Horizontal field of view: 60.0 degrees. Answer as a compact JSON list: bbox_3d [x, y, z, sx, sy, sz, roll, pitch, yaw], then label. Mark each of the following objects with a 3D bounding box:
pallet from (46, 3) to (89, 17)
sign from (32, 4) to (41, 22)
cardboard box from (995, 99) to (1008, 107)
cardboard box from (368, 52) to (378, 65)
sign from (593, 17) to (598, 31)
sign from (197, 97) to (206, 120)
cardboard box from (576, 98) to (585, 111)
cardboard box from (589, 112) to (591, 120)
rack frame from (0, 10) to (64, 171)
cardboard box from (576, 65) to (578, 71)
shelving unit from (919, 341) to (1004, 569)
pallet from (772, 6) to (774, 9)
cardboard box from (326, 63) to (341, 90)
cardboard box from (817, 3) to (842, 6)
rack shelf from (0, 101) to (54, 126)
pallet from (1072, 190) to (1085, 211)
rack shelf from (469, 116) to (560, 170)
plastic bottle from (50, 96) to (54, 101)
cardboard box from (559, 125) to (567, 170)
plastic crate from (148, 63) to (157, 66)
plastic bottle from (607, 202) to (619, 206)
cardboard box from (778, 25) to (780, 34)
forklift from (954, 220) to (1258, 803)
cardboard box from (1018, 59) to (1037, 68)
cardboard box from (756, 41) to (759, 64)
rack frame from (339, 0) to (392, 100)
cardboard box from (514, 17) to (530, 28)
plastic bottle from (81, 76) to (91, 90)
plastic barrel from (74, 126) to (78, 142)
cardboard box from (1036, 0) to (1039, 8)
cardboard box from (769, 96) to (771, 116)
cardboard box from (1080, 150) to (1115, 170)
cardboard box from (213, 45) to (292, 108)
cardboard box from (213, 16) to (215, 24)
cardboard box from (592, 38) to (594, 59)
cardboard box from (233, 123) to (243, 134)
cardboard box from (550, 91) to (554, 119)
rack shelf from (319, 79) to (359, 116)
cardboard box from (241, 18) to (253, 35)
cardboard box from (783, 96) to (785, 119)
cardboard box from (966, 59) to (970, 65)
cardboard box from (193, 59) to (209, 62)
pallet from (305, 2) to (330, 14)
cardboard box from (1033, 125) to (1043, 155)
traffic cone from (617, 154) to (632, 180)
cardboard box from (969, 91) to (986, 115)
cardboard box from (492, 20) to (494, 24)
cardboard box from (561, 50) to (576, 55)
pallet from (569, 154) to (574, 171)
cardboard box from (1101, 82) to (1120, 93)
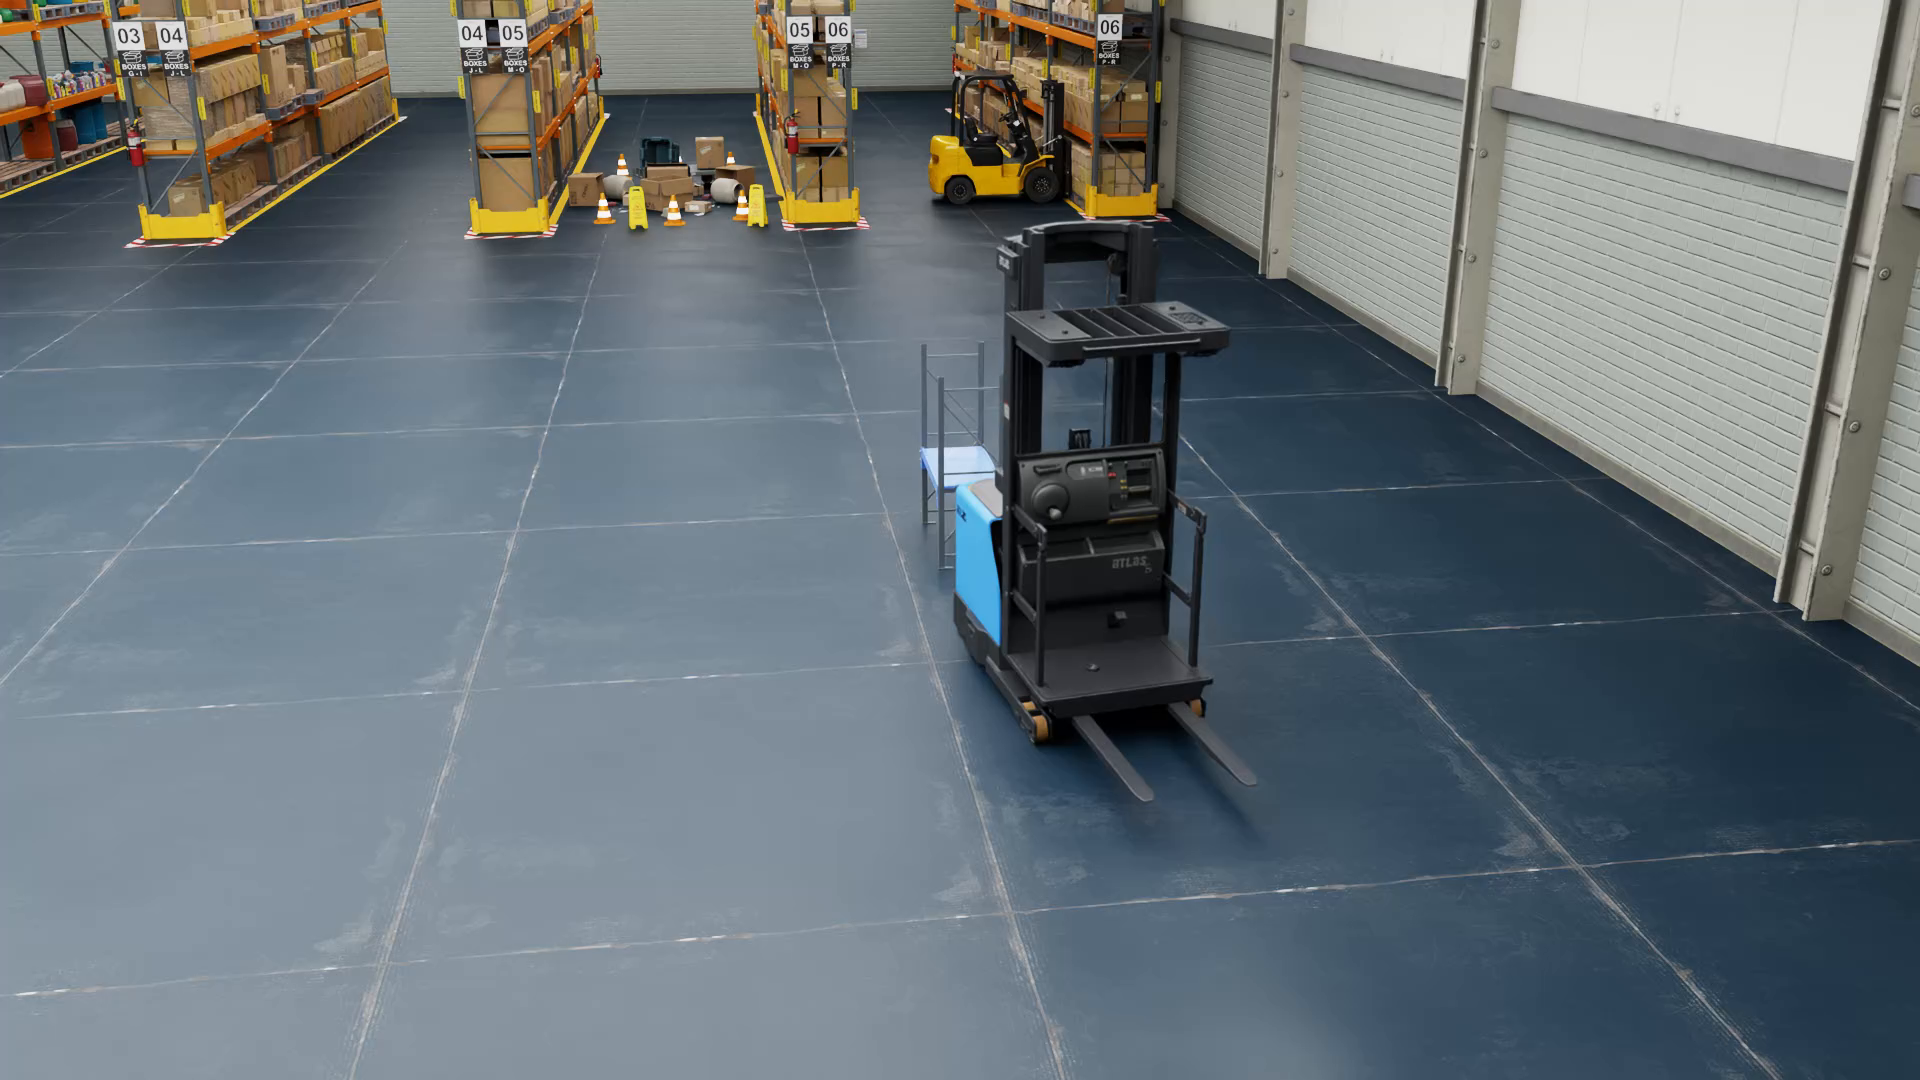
[{"bbox_3d":[-18.288,-10.668,33.474,1.003,0.211,1.213,-3,21,-8],"label":"pallet"},{"bbox_3d":[-17.544,-10.011,31.596,0.100,0.325,0.005,-3,21,-8],"label":"sign"},{"bbox_3d":[0.994,-9.754,37.091,0.380,0.149,0.250,-2,21,-6],"label":"cardboard box"},{"bbox_3d":[-13.860,-11.208,38.726,0.500,0.250,0.500,-4,21,-10],"label":"cardboard box"},{"bbox_3d":[-8.864,-12.571,40.482,0.100,0.325,0.005,-3,21,-8],"label":"sign"},{"bbox_3d":[-11.496,-6.538,25.197,0.100,0.325,0.005,-3,21,-8],"label":"sign"},{"bbox_3d":[-8.421,-9.428,36.073,0.500,0.250,0.500,-2,21,-5],"label":"cardboard box"},{"bbox_3d":[-8.575,-9.617,37.728,0.380,0.149,0.250,-2,21,-5],"label":"cardboard box"},{"bbox_3d":[-18.087,-8.625,32.022,1.000,3.000,0.127,-3,21,-8],"label":"rack frame"},{"bbox_3d":[-8.515,-10.250,36.132,0.380,0.149,0.250,-3,21,-8],"label":"cardboard box"},{"bbox_3d":[0.012,-0.673,12.875,0.538,1.500,1.048,-3,21,-8],"label":"shelving unit"},{"bbox_3d":[-3.775,-11.760,36.403,0.805,0.209,1.217,-4,21,-10],"label":"pallet"},{"bbox_3d":[-13.211,-9.633,34.577,0.500,0.500,0.500,-3,21,-8],"label":"cardboard box"},{"bbox_3d":[-2.103,-8.575,26.821,0.380,0.149,0.250,-3,21,-8],"label":"cardboard box"},{"bbox_3d":[-17.799,-7.596,30.294,1.077,0.370,4.000,-3,21,-8],"label":"rack shelf"},{"bbox_3d":[2.533,-5.813,28.478,1.003,0.211,1.213,-3,21,-8],"label":"pallet"},{"bbox_3d":[-7.398,-6.676,27.831,1.077,0.370,4.000,-3,21,-8],"label":"rack shelf"},{"bbox_3d":[-17.830,-8.733,32.489,0.152,0.276,0.135,-3,21,-8],"label":"plastic bottle"},{"bbox_3d":[-8.000,-7.393,31.337,1.050,0.750,0.750,-3,21,-8],"label":"cardboard box"},{"bbox_3d":[-18.944,-11.026,38.742,0.396,0.136,0.243,-3,21,-8],"label":"plastic crate"},{"bbox_3d":[-6.019,-5.777,28.596,0.283,0.061,0.133,-11,23,-26],"label":"plastic bottle"},{"bbox_3d":[-2.901,-8.706,28.311,0.380,0.149,0.250,-3,21,-9],"label":"cardboard box"},{"bbox_3d":[0.867,-0.311,9.861,1.130,2.935,3.031,-6,21,-16],"label":"forklift"},{"bbox_3d":[1.389,-9.672,33.755,0.380,0.149,0.250,-2,21,-6],"label":"cardboard box"},{"bbox_3d":[-4.747,-12.011,40.944,0.500,0.500,0.500,-3,21,-8],"label":"cardboard box"},{"bbox_3d":[-14.339,-11.645,40.107,1.000,3.000,0.127,-3,21,-8],"label":"rack frame"},{"bbox_3d":[-6.842,-7.986,25.640,0.380,0.149,0.250,-3,21,-7],"label":"cardboard box"},{"bbox_3d":[-18.142,-9.484,34.499,0.152,0.276,0.135,-3,21,-8],"label":"plastic bottle"},{"bbox_3d":[-18.507,-8.407,34.393,0.421,0.512,0.421,0,20,0],"label":"plastic barrel"},{"bbox_3d":[1.650,-10.138,31.401,0.380,0.149,0.250,-3,21,-8],"label":"cardboard box"},{"bbox_3d":[-4.070,-10.289,39.538,0.875,0.438,0.875,-4,21,-9],"label":"cardboard box"},{"bbox_3d":[2.310,-6.377,27.904,0.500,0.250,0.500,-2,21,-6],"label":"cardboard box"},{"bbox_3d":[-12.585,-8.250,29.560,1.000,1.000,1.000,-3,21,-7],"label":"cardboard box"},{"bbox_3d":[-12.079,-8.270,26.428,0.380,0.149,0.250,-3,21,-8],"label":"cardboard box"},{"bbox_3d":[-9.028,-11.725,39.754,0.500,0.500,0.500,-3,21,-9],"label":"cardboard box"},{"bbox_3d":[-12.086,-6.793,27.475,0.380,0.149,0.250,-3,21,-8],"label":"cardboard box"},{"bbox_3d":[-7.621,-7.648,29.192,0.875,0.550,0.550,-3,21,-8],"label":"cardboard box"},{"bbox_3d":[-13.474,-9.230,34.671,1.077,0.370,4.000,-3,21,-8],"label":"rack shelf"},{"bbox_3d":[-12.285,-8.680,28.097,0.500,0.250,0.500,-2,21,-6],"label":"cardboard box"},{"bbox_3d":[-2.713,-7.312,27.939,0.500,0.500,0.500,-3,21,-8],"label":"cardboard box"},{"bbox_3d":[0.349,-11.612,40.379,0.380,0.149,0.250,-2,21,-7],"label":"cardboard box"},{"bbox_3d":[-12.651,-7.630,27.360,0.500,0.500,0.500,-3,21,-8],"label":"cardboard box"},{"bbox_3d":[-13.495,-10.799,33.825,1.003,0.211,1.213,-2,21,-5],"label":"pallet"},{"bbox_3d":[1.918,-7.775,32.539,0.875,0.625,0.625,-3,21,-8],"label":"cardboard box"},{"bbox_3d":[-6.386,-7.057,31.450,0.336,0.463,0.334,-3,21,-8],"label":"traffic cone"},{"bbox_3d":[0.608,-10.548,40.143,0.700,0.500,0.500,-4,21,-10],"label":"cardboard box"},{"bbox_3d":[-7.640,-8.302,26.485,0.380,0.149,0.250,-3,21,-9],"label":"cardboard box"},{"bbox_3d":[-8.514,-10.521,36.007,0.380,0.149,0.250,-4,21,-9],"label":"cardboard box"},{"bbox_3d":[-8.224,-7.507,33.014,1.003,0.211,1.213,-3,21,-8],"label":"pallet"},{"bbox_3d":[2.425,-7.460,27.407,0.380,0.149,0.250,-3,21,-8],"label":"cardboard box"}]
